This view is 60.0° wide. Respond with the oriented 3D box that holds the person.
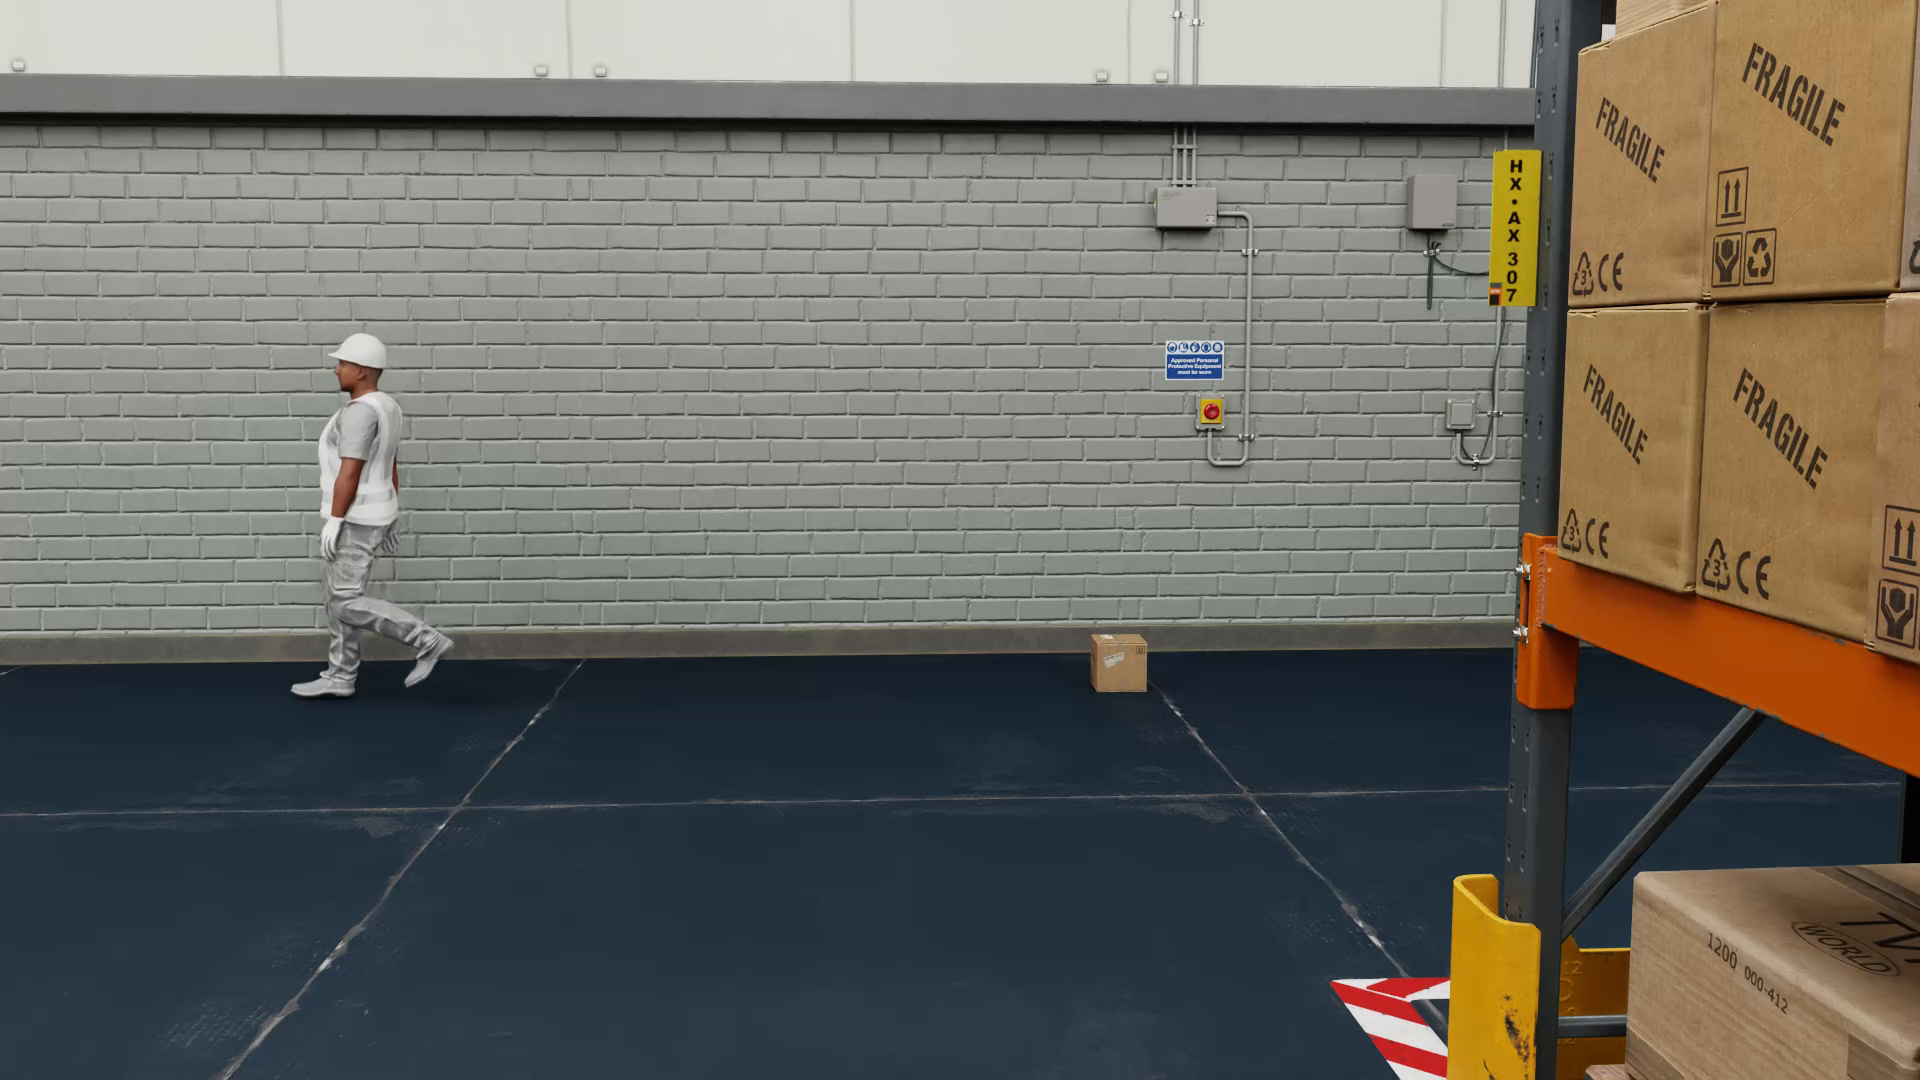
[{"bbox_3d":[-2.859,-0.104,7.984,0.812,1.761,0.569,-1,7,-8],"label":"person"}]
